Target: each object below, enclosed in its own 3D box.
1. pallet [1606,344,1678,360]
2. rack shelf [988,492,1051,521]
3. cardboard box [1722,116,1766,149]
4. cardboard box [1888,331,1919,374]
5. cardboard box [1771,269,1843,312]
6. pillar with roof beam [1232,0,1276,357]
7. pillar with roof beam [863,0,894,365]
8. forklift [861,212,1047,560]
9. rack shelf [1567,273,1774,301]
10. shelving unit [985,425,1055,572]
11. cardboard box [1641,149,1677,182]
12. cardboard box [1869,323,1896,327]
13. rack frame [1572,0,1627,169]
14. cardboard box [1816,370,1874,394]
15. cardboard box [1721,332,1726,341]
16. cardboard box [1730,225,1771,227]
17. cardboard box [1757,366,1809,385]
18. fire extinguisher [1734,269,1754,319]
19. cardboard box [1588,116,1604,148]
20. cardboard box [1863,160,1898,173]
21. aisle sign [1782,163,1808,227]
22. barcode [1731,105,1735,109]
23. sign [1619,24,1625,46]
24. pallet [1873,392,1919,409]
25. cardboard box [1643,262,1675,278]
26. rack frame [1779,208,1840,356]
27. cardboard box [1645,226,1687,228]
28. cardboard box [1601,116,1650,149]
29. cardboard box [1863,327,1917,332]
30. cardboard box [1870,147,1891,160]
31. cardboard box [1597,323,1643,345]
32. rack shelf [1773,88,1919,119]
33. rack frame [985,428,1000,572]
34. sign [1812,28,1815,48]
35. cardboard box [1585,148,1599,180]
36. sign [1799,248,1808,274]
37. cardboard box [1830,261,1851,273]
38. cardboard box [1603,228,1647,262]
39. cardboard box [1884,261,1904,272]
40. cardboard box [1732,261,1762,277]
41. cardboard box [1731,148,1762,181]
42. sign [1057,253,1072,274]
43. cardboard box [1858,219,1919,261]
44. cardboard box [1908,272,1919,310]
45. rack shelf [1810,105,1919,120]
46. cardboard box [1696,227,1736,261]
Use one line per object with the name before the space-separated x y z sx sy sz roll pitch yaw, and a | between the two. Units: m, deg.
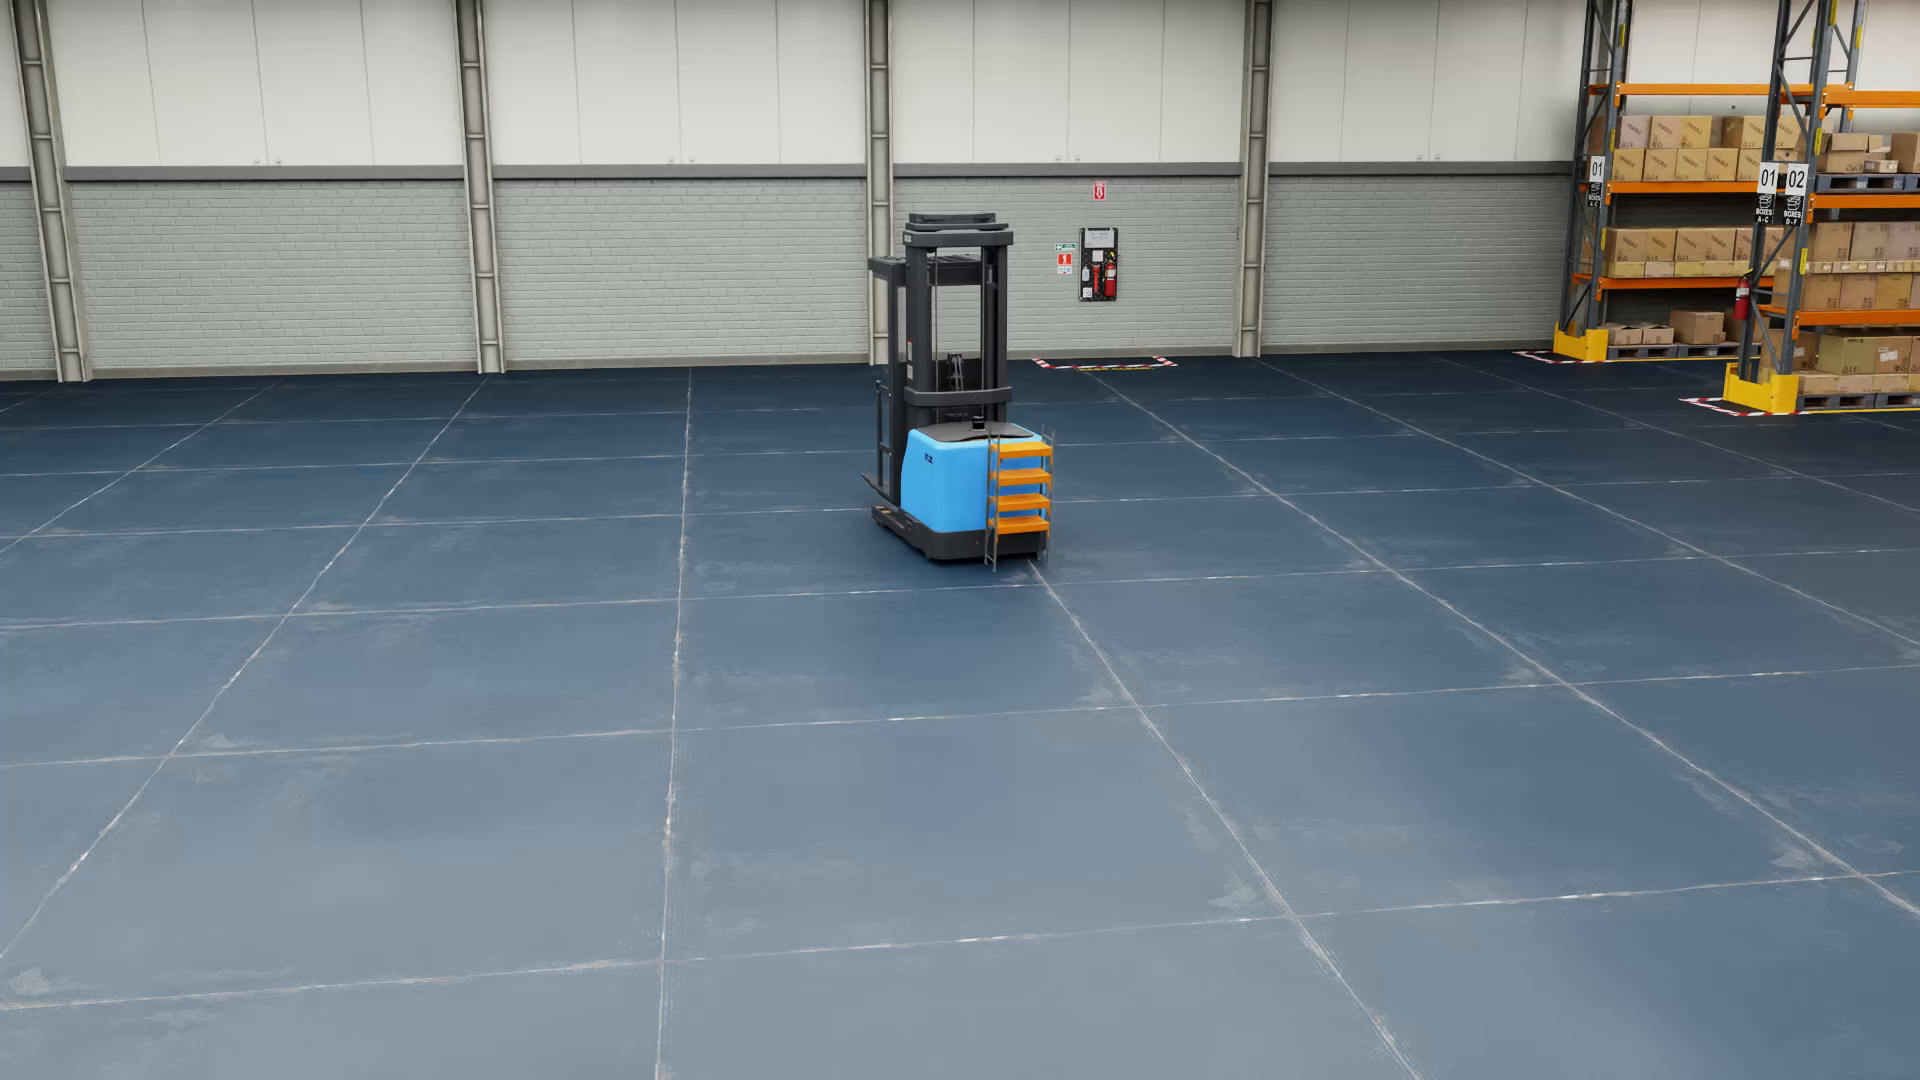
pallet | 10.941 -3.131 27.274 1.213 0.211 1.003 -2 14 -8
rack shelf | 0.500 -0.291 14.154 0.480 0.148 0.258 -5 19 -19
cardboard box | 12.502 -6.476 26.410 0.500 0.500 0.500 -3 14 -10
cardboard box | 12.846 -2.522 22.360 0.500 0.500 0.500 -2 14 -8
cardboard box | 11.262 -3.331 22.133 0.500 0.500 0.700 -2 14 -8
pillar with roof beam | 5.329 -6.351 22.045 0.400 9.000 9.100 -2 14 -8
pillar with roof beam | -0.604 -6.133 21.178 0.400 9.000 9.100 -2 14 -8
forklift | -0.202 -1.565 15.436 1.130 2.935 3.031 -5 15 -18
rack shelf | 12.035 -4.184 27.217 4.000 0.370 1.077 -2 14 -8
shelving unit | 0.501 -0.355 14.133 0.503 1.200 0.258 -5 19 -19
cardboard box | 10.962 -5.936 26.313 0.500 0.500 0.500 -1 14 -5
cardboard box | 15.241 -3.668 27.914 0.500 0.500 0.700 -2 14 -9
rack frame | 10.057 -7.370 26.111 0.127 3.000 1.000 -2 14 -8
cardboard box | 11.856 -2.124 22.313 0.500 0.250 0.500 -2 14 -8
cardboard box | 12.428 -3.383 27.500 0.250 0.149 0.380 -3 14 -13
cardboard box | 13.005 -4.921 27.404 0.500 0.500 0.500 -2 14 -9
cardboard box | 11.285 -2.229 22.734 0.500 0.250 0.500 -2 14 -8
fire extinguisher | 10.613 -3.339 22.528 0.183 0.674 0.296 -2 14 -8
cardboard box | 10.445 -6.537 26.653 0.500 0.500 0.500 -1 14 -6
cardboard box | 11.989 -4.874 21.688 0.250 0.149 0.380 -2 14 -8
aisle sign | 10.780 -4.454 21.470 0.004 0.787 0.394 -2 14 -8
barcode | 12.574 -7.035 27.034 0.075 0.075 0.001 -2 14 -8
sign | 10.138 -7.731 25.467 0.005 0.325 0.100 -2 14 -8
pallet | 12.753 -1.998 22.753 1.213 0.211 1.003 -2 14 -8
cardboard box | 11.098 -4.361 26.711 0.500 0.250 0.500 -3 14 -10
rack frame | 14.013 -4.605 27.419 0.127 3.000 1.000 -2 14 -8
cardboard box | 11.502 -4.865 27.179 0.500 0.500 0.500 -2 14 -10
cardboard box | 10.474 -6.414 26.162 0.500 0.500 0.500 -3 14 -12
cardboard box | 12.766 -2.651 22.874 0.500 0.500 0.500 -2 14 -8
cardboard box | 12.448 -5.077 22.167 0.500 0.311 0.500 0 14 -2
cardboard box | 10.755 -3.373 27.128 0.500 0.311 0.500 -4 15 -15
rack shelf | 12.777 -5.708 21.785 4.000 0.370 1.077 -2 14 -8
rack frame | 0.271 -0.335 14.054 0.015 1.200 0.240 -5 19 -19
sign | 13.924 -8.178 27.087 0.005 0.325 0.100 -2 14 -8
cardboard box | 10.432 -6.049 26.764 0.500 0.500 0.500 -1 14 -4
sign | 10.876 -3.593 21.442 0.005 0.325 0.100 -2 14 -8
cardboard box | 11.480 -3.605 21.890 0.250 0.149 0.380 -2 14 -10
cardboard box | 10.574 -4.706 26.546 0.500 0.500 0.500 -2 14 -8
cardboard box | 12.240 -3.632 22.000 0.250 0.149 0.380 -3 14 -10
cardboard box | 12.600 -4.414 26.924 0.500 0.250 0.500 -2 14 -9
cardboard box | 12.506 -5.996 26.552 0.500 0.500 0.500 -3 14 -11
sign | 1.676 -4.418 26.599 0.234 0.329 0.001 -2 14 -8
cardboard box | 12.332 -4.001 22.137 0.500 0.500 0.700 -2 14 -8
cardboard box | 12.793 -3.388 22.359 0.500 0.500 0.700 -2 14 -7
rack shelf | 15.990 -7.045 27.114 4.000 0.370 1.077 -2 14 -8
cardboard box | 12.085 -4.760 26.762 0.500 0.500 0.500 -2 14 -7
